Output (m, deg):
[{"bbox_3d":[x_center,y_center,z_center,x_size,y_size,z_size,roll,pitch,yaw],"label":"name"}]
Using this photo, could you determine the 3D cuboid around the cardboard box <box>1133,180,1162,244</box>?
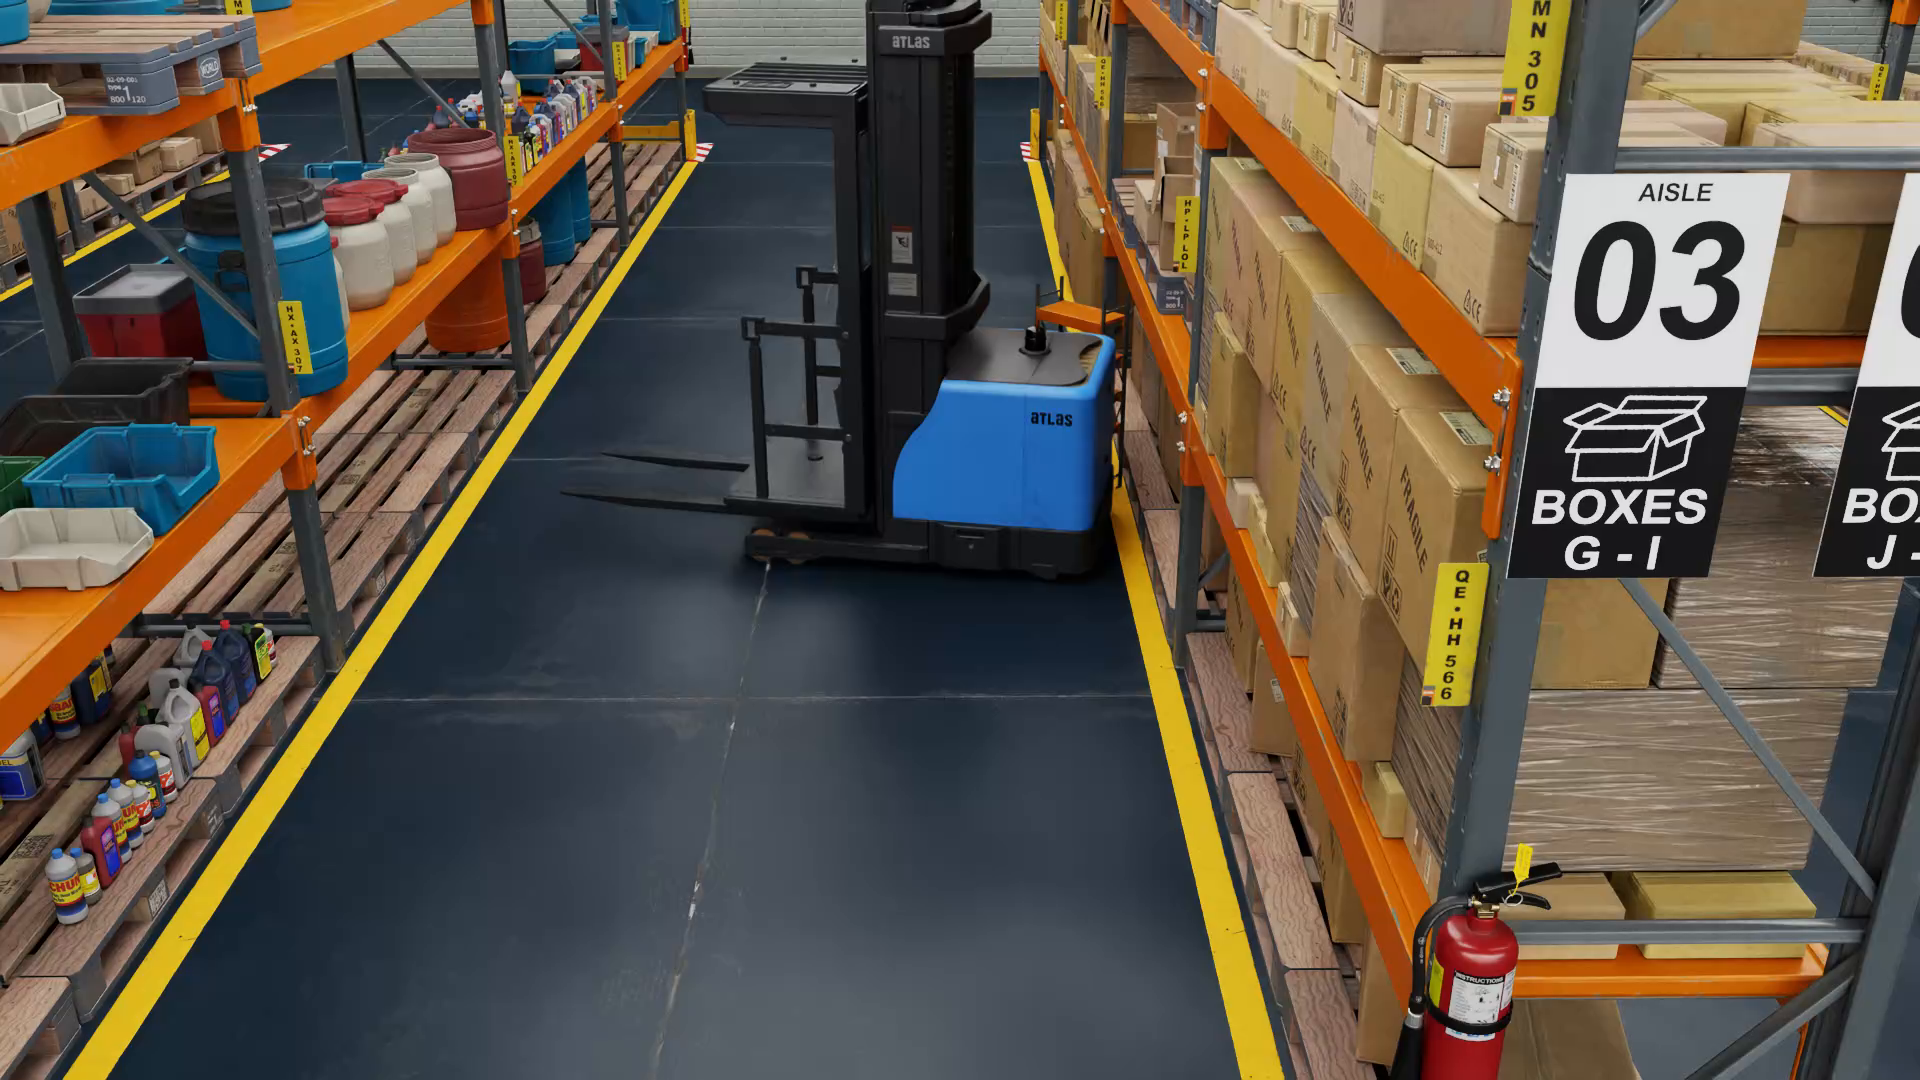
[{"bbox_3d":[1.263,-1.855,9.384,0.500,0.250,0.500,-1,24,-2],"label":"cardboard box"}]

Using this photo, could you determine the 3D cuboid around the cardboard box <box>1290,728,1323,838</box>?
[{"bbox_3d":[1.582,0.829,6.301,0.500,0.500,0.500,-2,24,-5],"label":"cardboard box"}]

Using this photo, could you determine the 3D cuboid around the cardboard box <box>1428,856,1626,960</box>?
[{"bbox_3d":[1.353,0.871,3.989,0.380,0.149,0.250,0,24,-1],"label":"cardboard box"}]

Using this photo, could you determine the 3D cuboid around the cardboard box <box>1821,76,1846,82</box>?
[{"bbox_3d":[5.969,-3.164,11.678,0.380,0.149,0.250,0,24,1],"label":"cardboard box"}]

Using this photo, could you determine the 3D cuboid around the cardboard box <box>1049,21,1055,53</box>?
[{"bbox_3d":[1.148,-4.952,16.380,0.500,0.250,0.500,-1,24,-2],"label":"cardboard box"}]

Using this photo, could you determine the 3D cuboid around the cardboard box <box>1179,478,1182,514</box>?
[{"bbox_3d":[1.547,-0.287,8.743,0.700,0.500,0.500,0,24,-1],"label":"cardboard box"}]

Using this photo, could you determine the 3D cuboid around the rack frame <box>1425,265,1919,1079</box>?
[{"bbox_3d":[1.562,0.873,3.680,1.000,3.000,0.127,0,24,-1],"label":"rack frame"}]

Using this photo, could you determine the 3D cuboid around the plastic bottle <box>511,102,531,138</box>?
[{"bbox_3d":[-3.323,-3.140,12.612,0.144,0.351,0.185,0,24,-1],"label":"plastic bottle"}]

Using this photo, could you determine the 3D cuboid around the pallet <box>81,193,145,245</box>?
[{"bbox_3d":[-8.481,-3.041,15.718,1.003,0.211,1.213,0,24,-1],"label":"pallet"}]

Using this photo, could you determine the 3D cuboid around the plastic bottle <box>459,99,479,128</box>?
[{"bbox_3d":[-3.885,-3.323,13.109,0.152,0.276,0.135,0,24,-1],"label":"plastic bottle"}]

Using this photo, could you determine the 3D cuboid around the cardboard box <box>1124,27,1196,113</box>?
[{"bbox_3d":[1.483,-3.228,11.408,0.797,0.503,0.637,1,24,1],"label":"cardboard box"}]

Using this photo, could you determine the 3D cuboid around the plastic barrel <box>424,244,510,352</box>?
[{"bbox_3d":[-3.500,-1.805,11.726,0.600,0.830,0.708,0,24,-1],"label":"plastic barrel"}]

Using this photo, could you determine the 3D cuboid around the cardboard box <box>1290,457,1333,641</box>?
[{"bbox_3d":[1.496,0.053,5.010,0.875,0.500,0.500,0,24,-1],"label":"cardboard box"}]

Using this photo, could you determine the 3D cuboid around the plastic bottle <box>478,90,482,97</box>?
[{"bbox_3d":[-3.919,-3.600,13.726,0.097,0.271,0.097,0,24,0],"label":"plastic bottle"}]

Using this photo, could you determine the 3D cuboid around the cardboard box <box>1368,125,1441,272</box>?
[{"bbox_3d":[1.295,-0.829,3.984,0.500,0.250,0.500,0,24,0],"label":"cardboard box"}]

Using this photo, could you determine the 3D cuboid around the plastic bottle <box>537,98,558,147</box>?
[{"bbox_3d":[-3.172,-3.196,12.736,0.144,0.351,0.185,0,24,-1],"label":"plastic bottle"}]

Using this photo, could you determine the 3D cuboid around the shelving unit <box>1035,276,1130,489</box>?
[{"bbox_3d":[0.703,-0.901,9.786,0.503,1.200,0.258,21,32,38],"label":"shelving unit"}]

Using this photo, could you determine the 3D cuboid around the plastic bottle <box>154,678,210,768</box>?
[{"bbox_3d":[-3.133,0.730,6.677,0.144,0.351,0.185,0,24,-1],"label":"plastic bottle"}]

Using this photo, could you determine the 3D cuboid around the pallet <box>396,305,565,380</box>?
[{"bbox_3d":[-3.528,-1.455,12.212,1.003,0.211,1.213,0,24,-1],"label":"pallet"}]

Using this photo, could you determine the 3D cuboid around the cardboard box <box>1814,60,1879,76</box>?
[{"bbox_3d":[6.609,-3.485,12.389,0.380,0.149,0.250,0,24,1],"label":"cardboard box"}]

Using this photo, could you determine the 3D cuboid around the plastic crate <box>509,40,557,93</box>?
[{"bbox_3d":[-3.867,-4.260,14.977,0.392,0.384,0.575,0,24,-1],"label":"plastic crate"}]

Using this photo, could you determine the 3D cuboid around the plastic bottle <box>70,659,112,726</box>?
[{"bbox_3d":[-3.696,0.587,6.992,0.144,0.351,0.185,0,24,-1],"label":"plastic bottle"}]

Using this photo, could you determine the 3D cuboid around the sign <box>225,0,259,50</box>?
[{"bbox_3d":[-2.884,-2.122,6.651,0.100,0.325,0.005,0,24,-1],"label":"sign"}]

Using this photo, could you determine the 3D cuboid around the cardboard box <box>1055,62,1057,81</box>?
[{"bbox_3d":[1.092,-4.399,15.642,0.380,0.149,0.250,0,24,0],"label":"cardboard box"}]

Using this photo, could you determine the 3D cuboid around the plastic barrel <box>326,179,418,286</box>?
[{"bbox_3d":[-3.238,-1.691,9.184,0.433,0.535,0.433,0,24,0],"label":"plastic barrel"}]

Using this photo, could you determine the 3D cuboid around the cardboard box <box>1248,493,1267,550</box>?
[{"bbox_3d":[1.258,-0.056,6.039,0.380,0.149,0.250,0,24,-1],"label":"cardboard box"}]

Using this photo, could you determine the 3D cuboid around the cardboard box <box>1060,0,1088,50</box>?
[{"bbox_3d":[1.159,-4.669,14.844,0.500,0.500,0.500,0,24,1],"label":"cardboard box"}]

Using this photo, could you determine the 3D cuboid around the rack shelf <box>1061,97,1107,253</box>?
[{"bbox_3d":[1.453,-2.920,12.939,1.077,0.370,4.000,0,24,-1],"label":"rack shelf"}]

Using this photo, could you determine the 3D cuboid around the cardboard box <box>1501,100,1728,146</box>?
[{"bbox_3d":[1.362,-0.828,3.499,0.380,0.149,0.250,-1,24,-2],"label":"cardboard box"}]

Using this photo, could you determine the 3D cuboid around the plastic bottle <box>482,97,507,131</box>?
[{"bbox_3d":[-3.735,-3.420,13.322,0.152,0.276,0.135,0,24,-1],"label":"plastic bottle"}]

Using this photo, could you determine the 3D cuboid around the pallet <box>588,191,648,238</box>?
[{"bbox_3d":[-3.568,-3.082,15.808,1.003,0.211,1.213,0,24,-1],"label":"pallet"}]

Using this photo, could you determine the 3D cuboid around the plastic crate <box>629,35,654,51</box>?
[{"bbox_3d":[-3.386,-5.150,17.245,0.396,0.136,0.243,0,24,-1],"label":"plastic crate"}]

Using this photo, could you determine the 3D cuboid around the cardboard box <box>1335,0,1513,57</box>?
[{"bbox_3d":[1.292,-1.540,4.287,0.500,0.500,0.500,0,24,-1],"label":"cardboard box"}]

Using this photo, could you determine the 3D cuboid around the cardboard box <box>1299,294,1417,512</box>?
[{"bbox_3d":[1.295,-0.401,4.802,0.500,0.500,0.500,0,24,-1],"label":"cardboard box"}]

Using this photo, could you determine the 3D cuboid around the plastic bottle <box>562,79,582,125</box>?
[{"bbox_3d":[-3.182,-3.574,13.571,0.144,0.351,0.185,0,24,-1],"label":"plastic bottle"}]

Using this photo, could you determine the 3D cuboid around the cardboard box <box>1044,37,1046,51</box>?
[{"bbox_3d":[1.073,-5.139,17.278,0.380,0.149,0.250,-1,24,-1],"label":"cardboard box"}]

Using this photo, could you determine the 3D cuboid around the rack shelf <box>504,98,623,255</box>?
[{"bbox_3d":[-3.499,-2.898,12.890,1.077,0.370,4.000,0,24,-1],"label":"rack shelf"}]

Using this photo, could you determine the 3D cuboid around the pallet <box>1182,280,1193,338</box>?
[{"bbox_3d":[1.656,-1.004,8.062,1.003,0.211,1.213,0,24,-1],"label":"pallet"}]

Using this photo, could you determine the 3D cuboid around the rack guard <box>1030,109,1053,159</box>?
[{"bbox_3d":[1.387,-4.591,18.794,1.175,0.500,0.348,0,24,-1],"label":"rack guard"}]

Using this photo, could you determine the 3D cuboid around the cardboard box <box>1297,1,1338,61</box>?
[{"bbox_3d":[1.266,-1.583,5.168,0.380,0.149,0.250,-1,24,-2],"label":"cardboard box"}]

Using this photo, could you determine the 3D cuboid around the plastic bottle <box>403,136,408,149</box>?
[{"bbox_3d":[-3.896,-2.730,11.803,0.097,0.271,0.097,0,24,0],"label":"plastic bottle"}]

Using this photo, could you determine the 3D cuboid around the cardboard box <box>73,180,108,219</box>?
[{"bbox_3d":[-8.263,-3.178,15.366,0.500,0.311,0.500,0,24,-1],"label":"cardboard box"}]

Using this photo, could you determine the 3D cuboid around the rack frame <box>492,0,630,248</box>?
[{"bbox_3d":[-3.521,-4.050,14.564,1.000,3.000,0.127,0,24,-1],"label":"rack frame"}]

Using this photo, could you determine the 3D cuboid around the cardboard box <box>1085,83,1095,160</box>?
[{"bbox_3d":[1.213,-3.091,12.323,0.500,0.500,0.500,-1,24,-2],"label":"cardboard box"}]

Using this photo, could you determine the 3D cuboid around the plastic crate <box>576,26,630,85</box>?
[{"bbox_3d":[-3.280,-4.475,15.354,0.402,0.464,0.583,0,24,-1],"label":"plastic crate"}]

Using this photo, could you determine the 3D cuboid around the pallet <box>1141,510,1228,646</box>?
[{"bbox_3d":[1.509,0.174,8.608,1.003,0.211,1.213,0,24,-1],"label":"pallet"}]

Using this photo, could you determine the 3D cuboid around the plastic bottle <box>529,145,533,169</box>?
[{"bbox_3d":[-3.140,-2.784,12.007,0.097,0.201,0.097,0,24,0],"label":"plastic bottle"}]

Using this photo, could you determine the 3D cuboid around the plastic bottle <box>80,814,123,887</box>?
[{"bbox_3d":[-3.083,1.091,5.961,0.061,0.283,0.133,0,24,0],"label":"plastic bottle"}]

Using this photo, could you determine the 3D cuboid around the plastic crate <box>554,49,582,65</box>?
[{"bbox_3d":[-3.841,-4.673,16.189,0.293,0.136,0.466,0,24,-1],"label":"plastic crate"}]

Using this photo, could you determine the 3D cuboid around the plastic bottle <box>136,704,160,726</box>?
[{"bbox_3d":[-3.235,0.771,6.667,0.061,0.283,0.133,0,24,-1],"label":"plastic bottle"}]

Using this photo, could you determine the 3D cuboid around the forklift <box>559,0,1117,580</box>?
[{"bbox_3d":[-0.697,-1.416,8.823,3.031,2.935,1.130,5,25,10],"label":"forklift"}]

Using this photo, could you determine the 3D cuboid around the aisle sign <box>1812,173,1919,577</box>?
[{"bbox_3d":[1.863,-0.287,3.091,0.394,0.787,0.004,0,24,-1],"label":"aisle sign"}]
